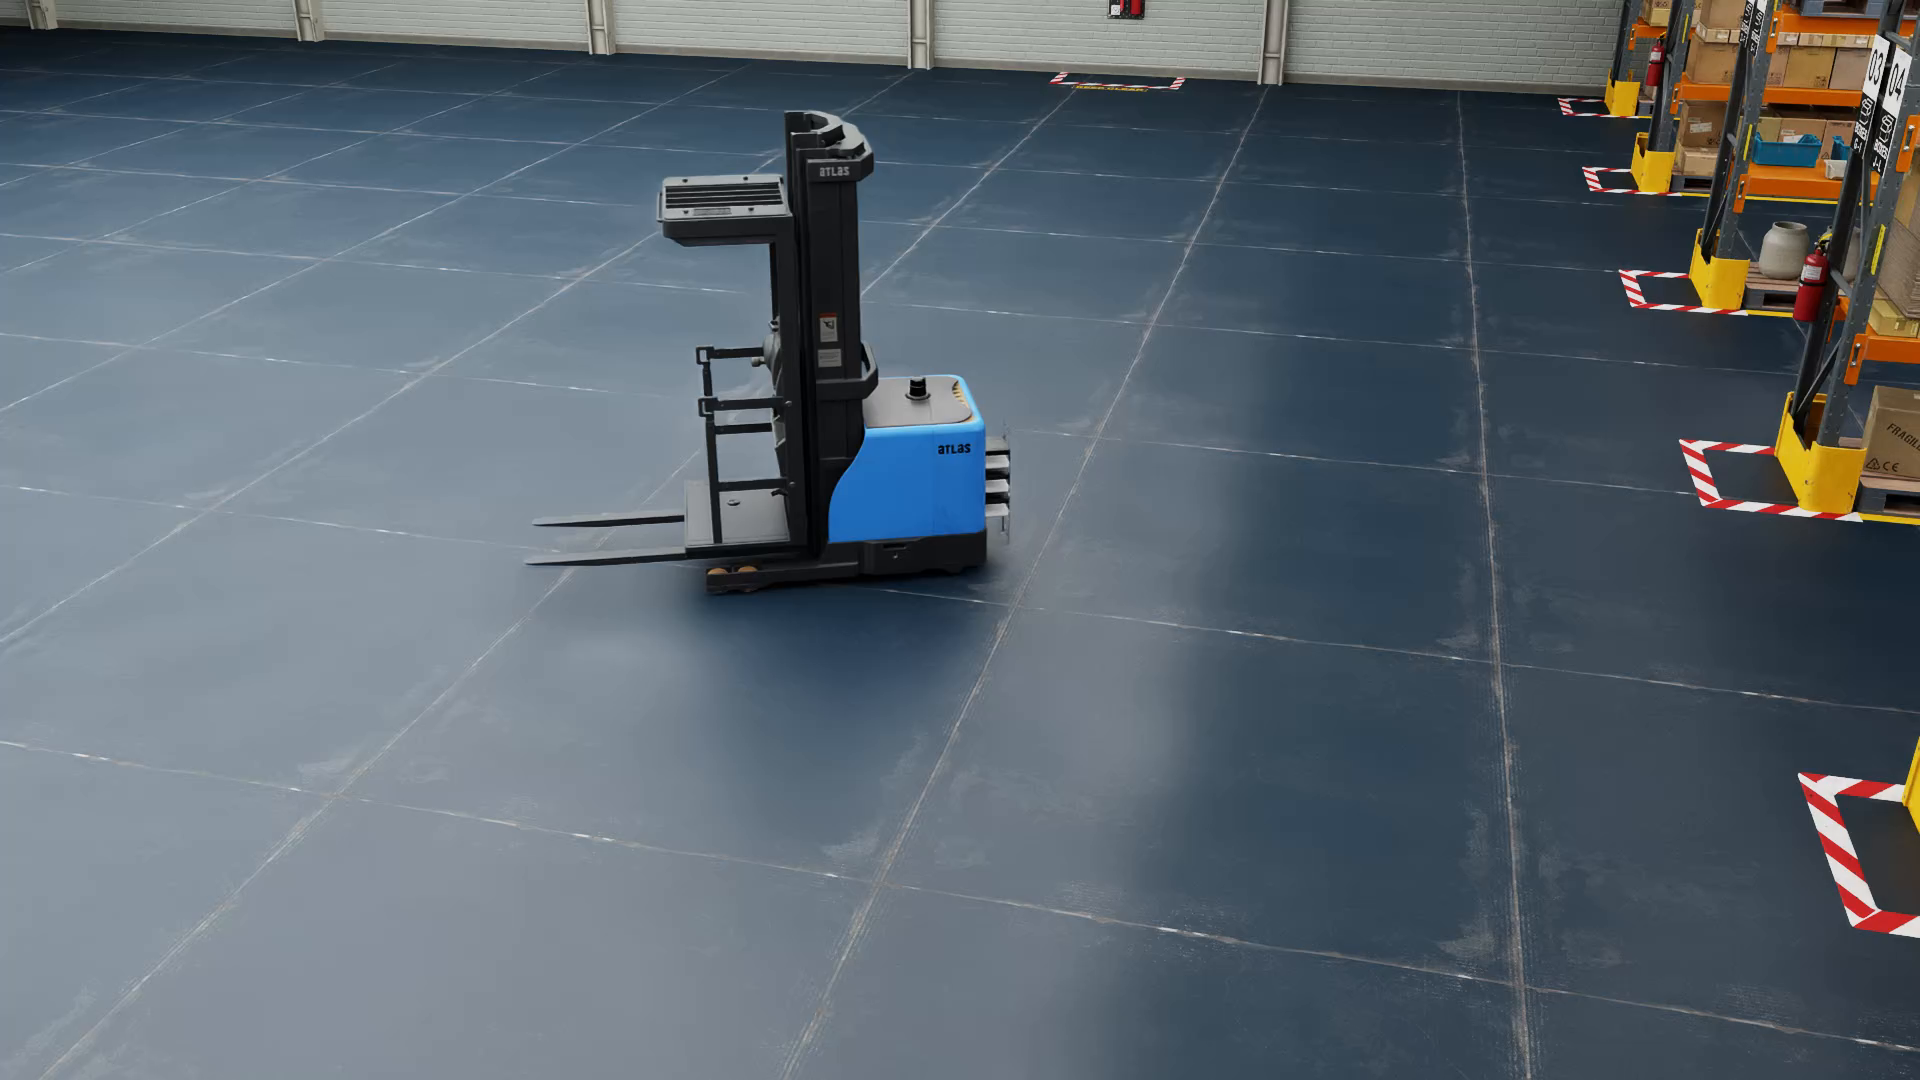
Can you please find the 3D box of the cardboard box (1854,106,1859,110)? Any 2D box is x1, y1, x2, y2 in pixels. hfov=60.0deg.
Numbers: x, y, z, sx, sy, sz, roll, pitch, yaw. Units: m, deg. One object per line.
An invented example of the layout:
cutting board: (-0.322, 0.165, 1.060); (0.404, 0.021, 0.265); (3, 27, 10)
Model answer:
cardboard box: (11.358, -5.071, 20.632); (0.500, 0.500, 0.500); (6, 26, 13)

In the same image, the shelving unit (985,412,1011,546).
shelving unit: (0.220, -0.409, 11.445); (0.210, 0.900, 0.258); (-4, 26, -8)

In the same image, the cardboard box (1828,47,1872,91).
cardboard box: (10.773, -5.751, 20.106); (0.500, 0.500, 0.700); (7, 26, 15)

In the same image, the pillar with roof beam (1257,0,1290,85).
pillar with roof beam: (4.065, -9.832, 21.816); (0.400, 9.000, 9.100); (6, 26, 13)

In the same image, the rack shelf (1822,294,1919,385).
rack shelf: (8.290, -1.263, 11.632); (4.000, 0.370, 1.077); (6, 26, 13)

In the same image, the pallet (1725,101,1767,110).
pallet: (12.084, -6.488, 25.014); (1.213, 0.211, 1.003); (6, 26, 13)

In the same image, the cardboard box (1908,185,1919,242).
cardboard box: (6.818, -2.261, 11.265); (0.500, 0.500, 0.500); (6, 26, 13)

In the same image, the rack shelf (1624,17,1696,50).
rack shelf: (11.991, -7.450, 24.626); (4.000, 0.370, 1.077); (6, 26, 13)

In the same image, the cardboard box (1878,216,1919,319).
cardboard box: (6.879, -1.911, 11.694); (0.500, 0.500, 0.875); (6, 26, 13)

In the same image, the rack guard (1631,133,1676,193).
rack guard: (8.801, -4.800, 21.132); (0.348, 0.500, 1.175); (6, 26, 13)

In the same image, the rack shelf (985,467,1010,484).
rack shelf: (0.220, -0.461, 11.420); (0.200, 0.077, 0.258); (-4, 26, -8)

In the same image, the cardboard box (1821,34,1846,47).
cardboard box: (10.398, -5.995, 19.864); (0.250, 0.149, 0.380); (6, 26, 12)

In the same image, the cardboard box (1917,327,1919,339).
cardboard box: (6.807, -1.524, 11.636); (0.250, 0.149, 0.380); (6, 26, 13)

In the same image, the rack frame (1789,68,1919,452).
rack frame: (6.353, -1.802, 11.927); (0.127, 3.000, 1.000); (6, 26, 13)

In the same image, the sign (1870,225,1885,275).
sign: (6.218, -1.967, 11.267); (0.005, 0.325, 0.100); (6, 26, 13)

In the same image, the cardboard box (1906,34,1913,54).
cardboard box: (6.700, -3.369, 11.439); (0.250, 0.149, 0.380); (6, 26, 13)

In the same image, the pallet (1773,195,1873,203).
pallet: (10.753, -4.471, 20.777); (1.213, 0.211, 1.003); (6, 26, 13)

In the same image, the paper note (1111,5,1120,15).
paper note: (2.599, -8.846, 27.748); (0.142, 0.148, 0.016); (6, 26, 13)

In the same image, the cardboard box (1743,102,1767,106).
cardboard box: (11.952, -6.787, 24.793); (0.500, 0.500, 0.700); (5, 26, 10)

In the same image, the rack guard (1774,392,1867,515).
rack guard: (6.427, -0.665, 12.448); (0.348, 0.500, 1.175); (6, 26, 13)

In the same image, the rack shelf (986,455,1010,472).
rack shelf: (0.220, -0.542, 11.382); (0.200, 0.077, 0.258); (-4, 26, -8)

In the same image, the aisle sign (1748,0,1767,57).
aisle sign: (7.444, -4.924, 15.460); (0.004, 0.787, 0.394); (6, 26, 13)

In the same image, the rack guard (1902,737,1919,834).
rack guard: (4.997, 1.378, 8.155); (0.348, 0.500, 1.175); (6, 26, 13)

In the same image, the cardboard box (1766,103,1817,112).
cardboard box: (10.390, -5.178, 20.856); (0.500, 0.500, 0.500); (6, 26, 13)

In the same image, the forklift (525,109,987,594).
forklift: (-1.382, -1.213, 10.770); (3.031, 2.935, 1.130); (-4, 26, -8)

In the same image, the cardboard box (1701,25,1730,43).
cardboard box: (9.151, -6.132, 20.151); (0.250, 0.149, 0.380); (6, 26, 13)

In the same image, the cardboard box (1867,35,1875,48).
cardboard box: (10.894, -5.939, 19.746); (0.250, 0.149, 0.380); (7, 26, 15)

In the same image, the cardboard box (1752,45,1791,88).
cardboard box: (9.783, -5.861, 20.337); (0.500, 0.500, 0.700); (7, 26, 14)

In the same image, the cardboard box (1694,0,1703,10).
cardboard box: (10.918, -8.035, 24.298); (0.500, 0.500, 0.500); (6, 26, 13)

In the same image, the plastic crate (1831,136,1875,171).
plastic crate: (8.774, -3.796, 16.288); (0.408, 0.251, 0.499); (6, 26, 13)

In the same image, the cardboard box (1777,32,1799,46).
cardboard box: (9.892, -6.050, 19.978); (0.250, 0.149, 0.380); (6, 26, 12)

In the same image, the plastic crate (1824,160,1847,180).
plastic crate: (8.373, -3.515, 15.832); (0.250, 0.136, 0.298); (6, 26, 13)

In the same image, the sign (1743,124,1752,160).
sign: (7.446, -3.760, 15.719); (0.005, 0.325, 0.100); (6, 26, 13)

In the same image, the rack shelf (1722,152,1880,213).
rack shelf: (9.524, -3.325, 15.963); (4.000, 0.370, 1.077); (6, 26, 13)

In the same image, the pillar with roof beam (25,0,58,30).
pillar with roof beam: (-19.179, -12.402, 27.213); (0.400, 9.000, 9.100); (6, 26, 13)

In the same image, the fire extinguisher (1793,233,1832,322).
fire extinguisher: (6.357, -1.971, 12.373); (0.183, 0.674, 0.296); (6, 26, 13)

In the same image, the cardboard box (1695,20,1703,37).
cardboard box: (9.242, -6.302, 20.509); (0.250, 0.149, 0.380); (6, 26, 12)

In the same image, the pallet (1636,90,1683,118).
pallet: (10.906, -6.620, 25.290); (1.213, 0.211, 1.003); (6, 26, 13)

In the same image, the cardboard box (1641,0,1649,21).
cardboard box: (10.555, -7.960, 25.014); (0.500, 0.250, 0.500); (7, 26, 14)

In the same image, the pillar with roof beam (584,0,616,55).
pillar with roof beam: (-7.557, -11.117, 24.514); (0.400, 9.000, 9.100); (6, 26, 13)

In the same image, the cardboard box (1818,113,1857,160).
cardboard box: (10.740, -4.901, 20.274); (0.500, 0.500, 0.500); (6, 26, 13)

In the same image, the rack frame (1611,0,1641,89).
rack frame: (10.054, -7.988, 24.922); (0.127, 3.000, 1.000); (6, 26, 13)

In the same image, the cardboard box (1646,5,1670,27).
cardboard box: (10.448, -7.745, 24.562); (0.500, 0.250, 0.500); (6, 26, 11)

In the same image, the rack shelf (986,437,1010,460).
rack shelf: (0.220, -0.623, 11.343); (0.200, 0.077, 0.258); (-4, 26, -8)

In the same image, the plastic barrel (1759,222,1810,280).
plastic barrel: (8.243, -2.892, 16.622); (0.421, 0.512, 0.421); (0, 25, 0)

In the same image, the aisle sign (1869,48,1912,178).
aisle sign: (6.219, -2.858, 11.120); (0.004, 0.787, 0.394); (6, 26, 13)

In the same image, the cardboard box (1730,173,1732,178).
cardboard box: (9.773, -4.672, 20.665); (0.500, 0.250, 0.500); (6, 26, 13)

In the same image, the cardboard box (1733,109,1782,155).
cardboard box: (9.773, -5.010, 20.503); (0.500, 0.500, 0.500); (6, 26, 13)
